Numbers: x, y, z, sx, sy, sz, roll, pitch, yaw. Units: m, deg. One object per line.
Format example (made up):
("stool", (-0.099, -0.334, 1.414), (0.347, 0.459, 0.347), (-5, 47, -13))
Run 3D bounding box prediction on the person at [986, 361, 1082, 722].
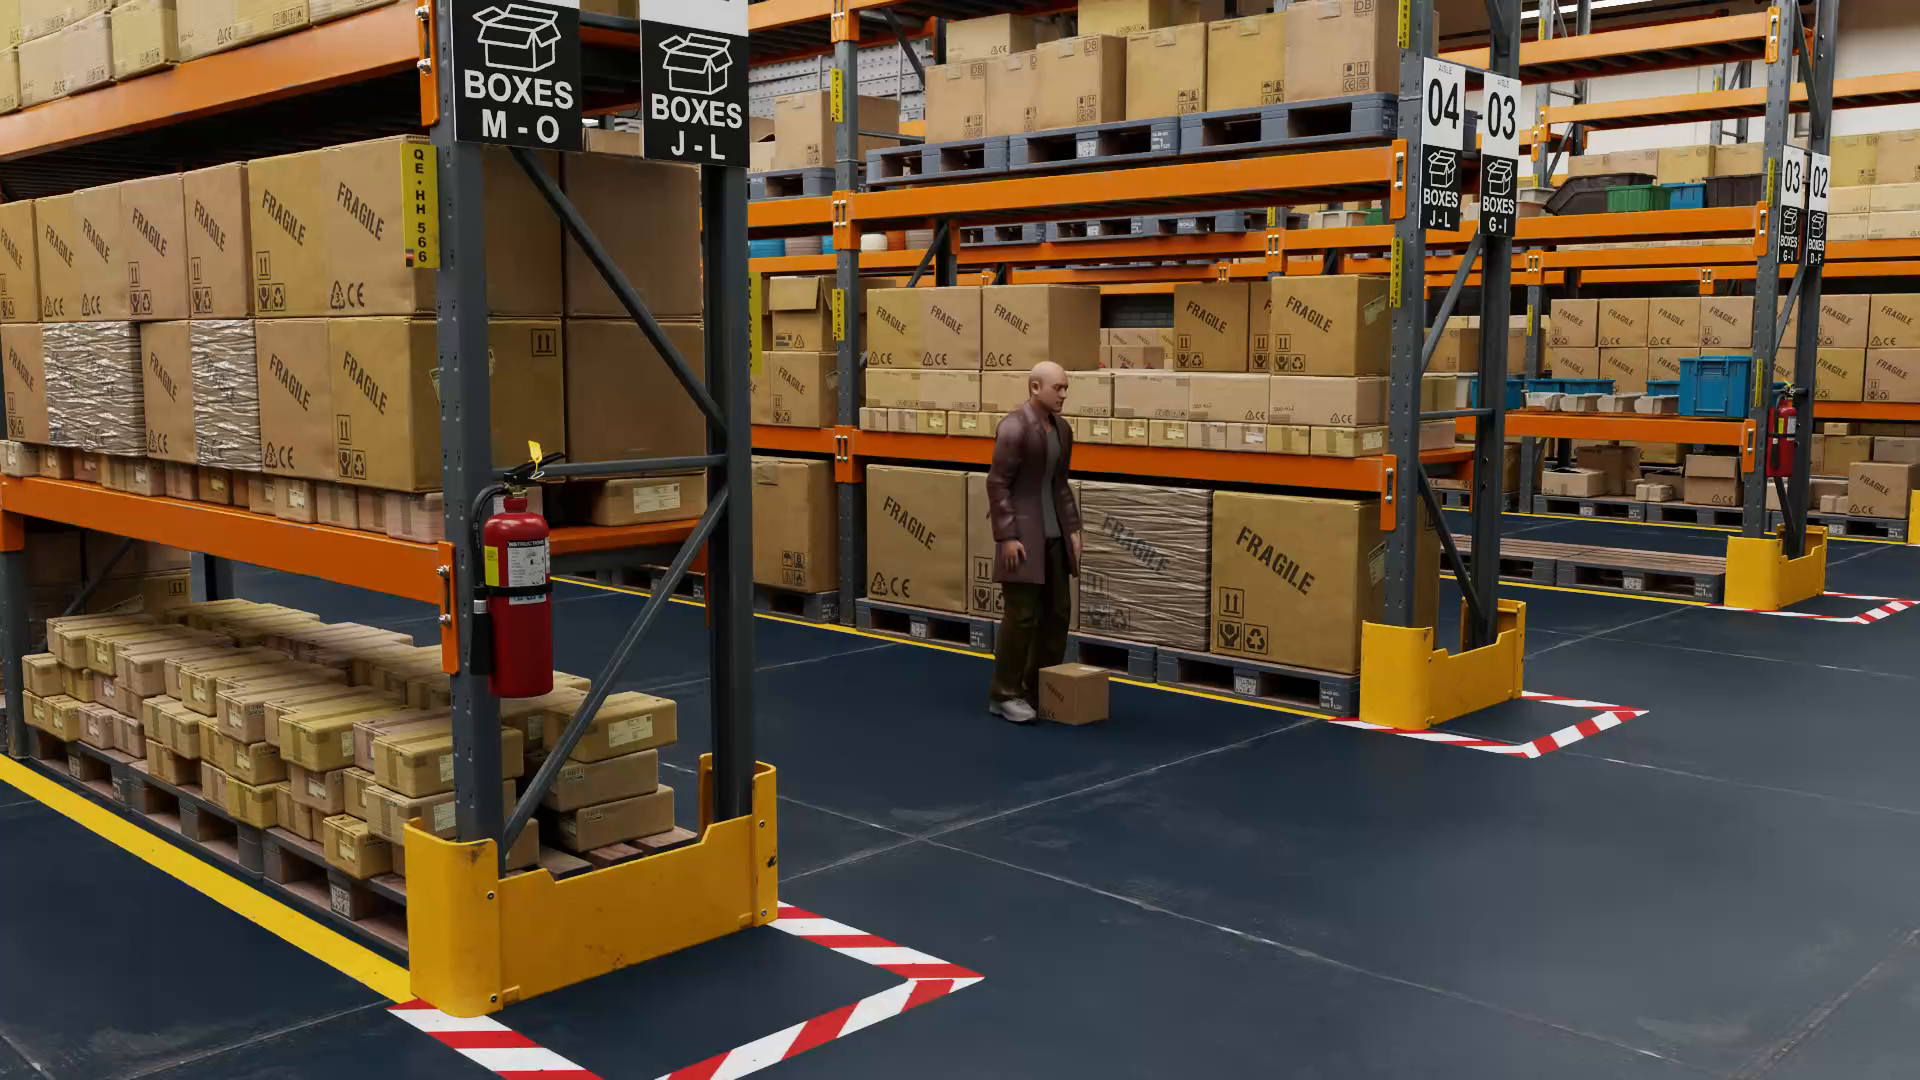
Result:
("person", (0.390, -0.009, 8.383), (0.424, 1.774, 0.654), (6, 9, 40))
